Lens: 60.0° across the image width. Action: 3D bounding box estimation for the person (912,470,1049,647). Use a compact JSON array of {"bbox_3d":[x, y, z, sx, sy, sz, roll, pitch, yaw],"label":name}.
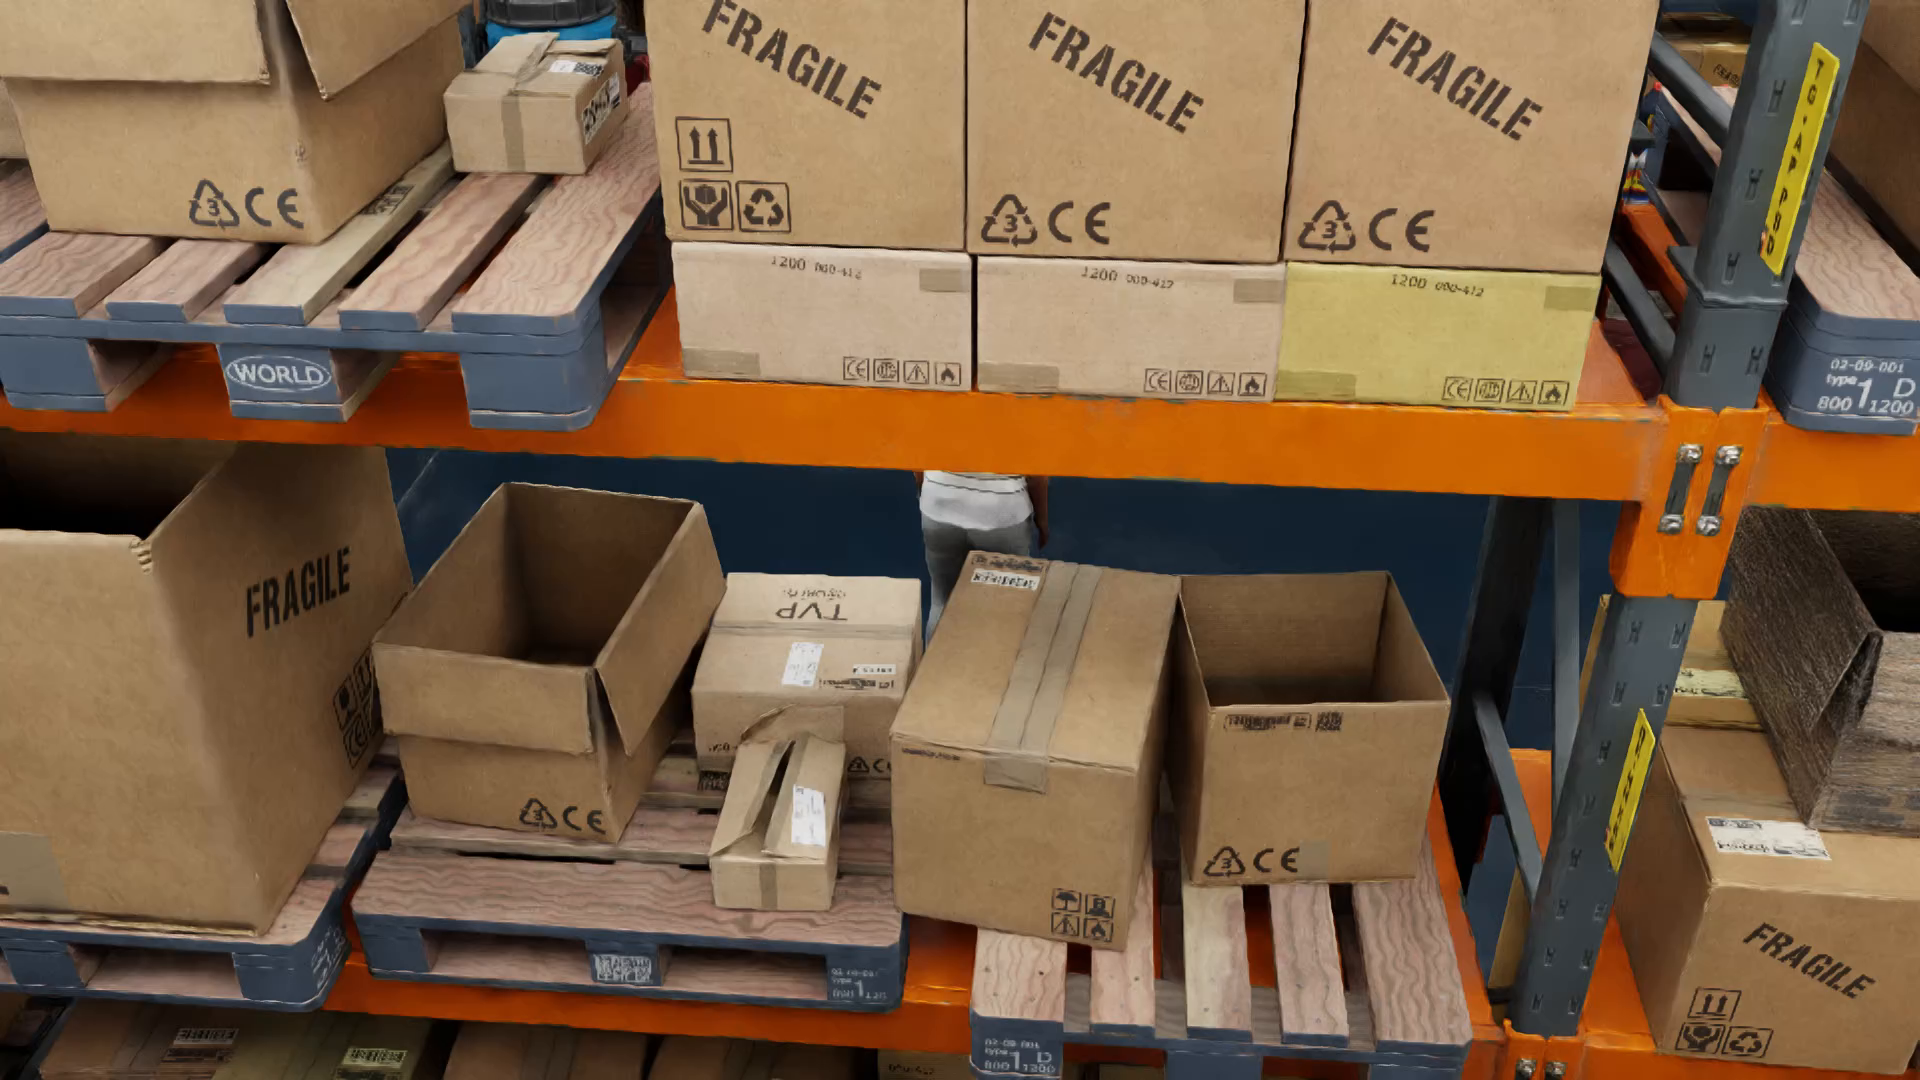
[{"bbox_3d":[0.076,-0.078,6.258,0.527,1.711,0.415,9,33,15],"label":"person"}]
